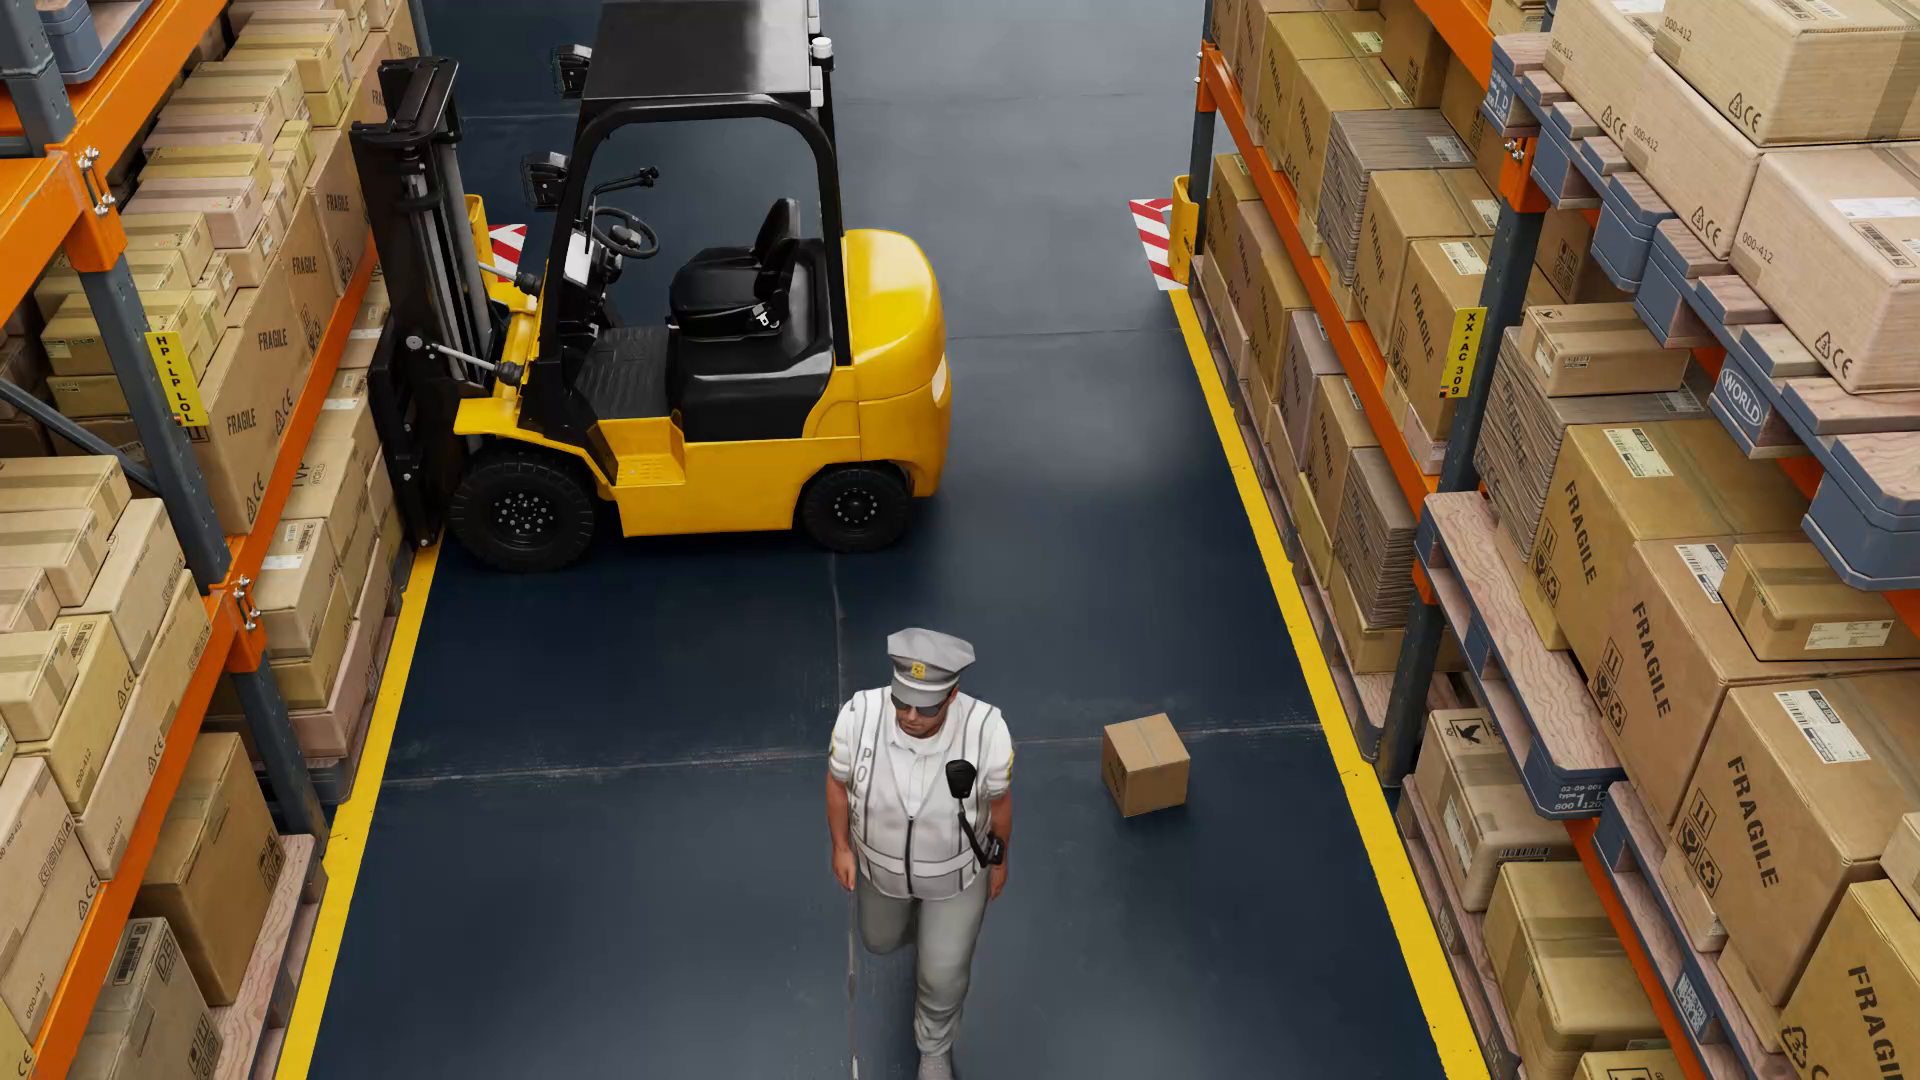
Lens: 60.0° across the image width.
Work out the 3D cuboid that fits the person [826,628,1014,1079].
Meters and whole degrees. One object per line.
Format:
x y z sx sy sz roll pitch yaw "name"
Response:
-0.114 0.883 5.017 0.549 1.738 0.836 6 39 8 "person"
